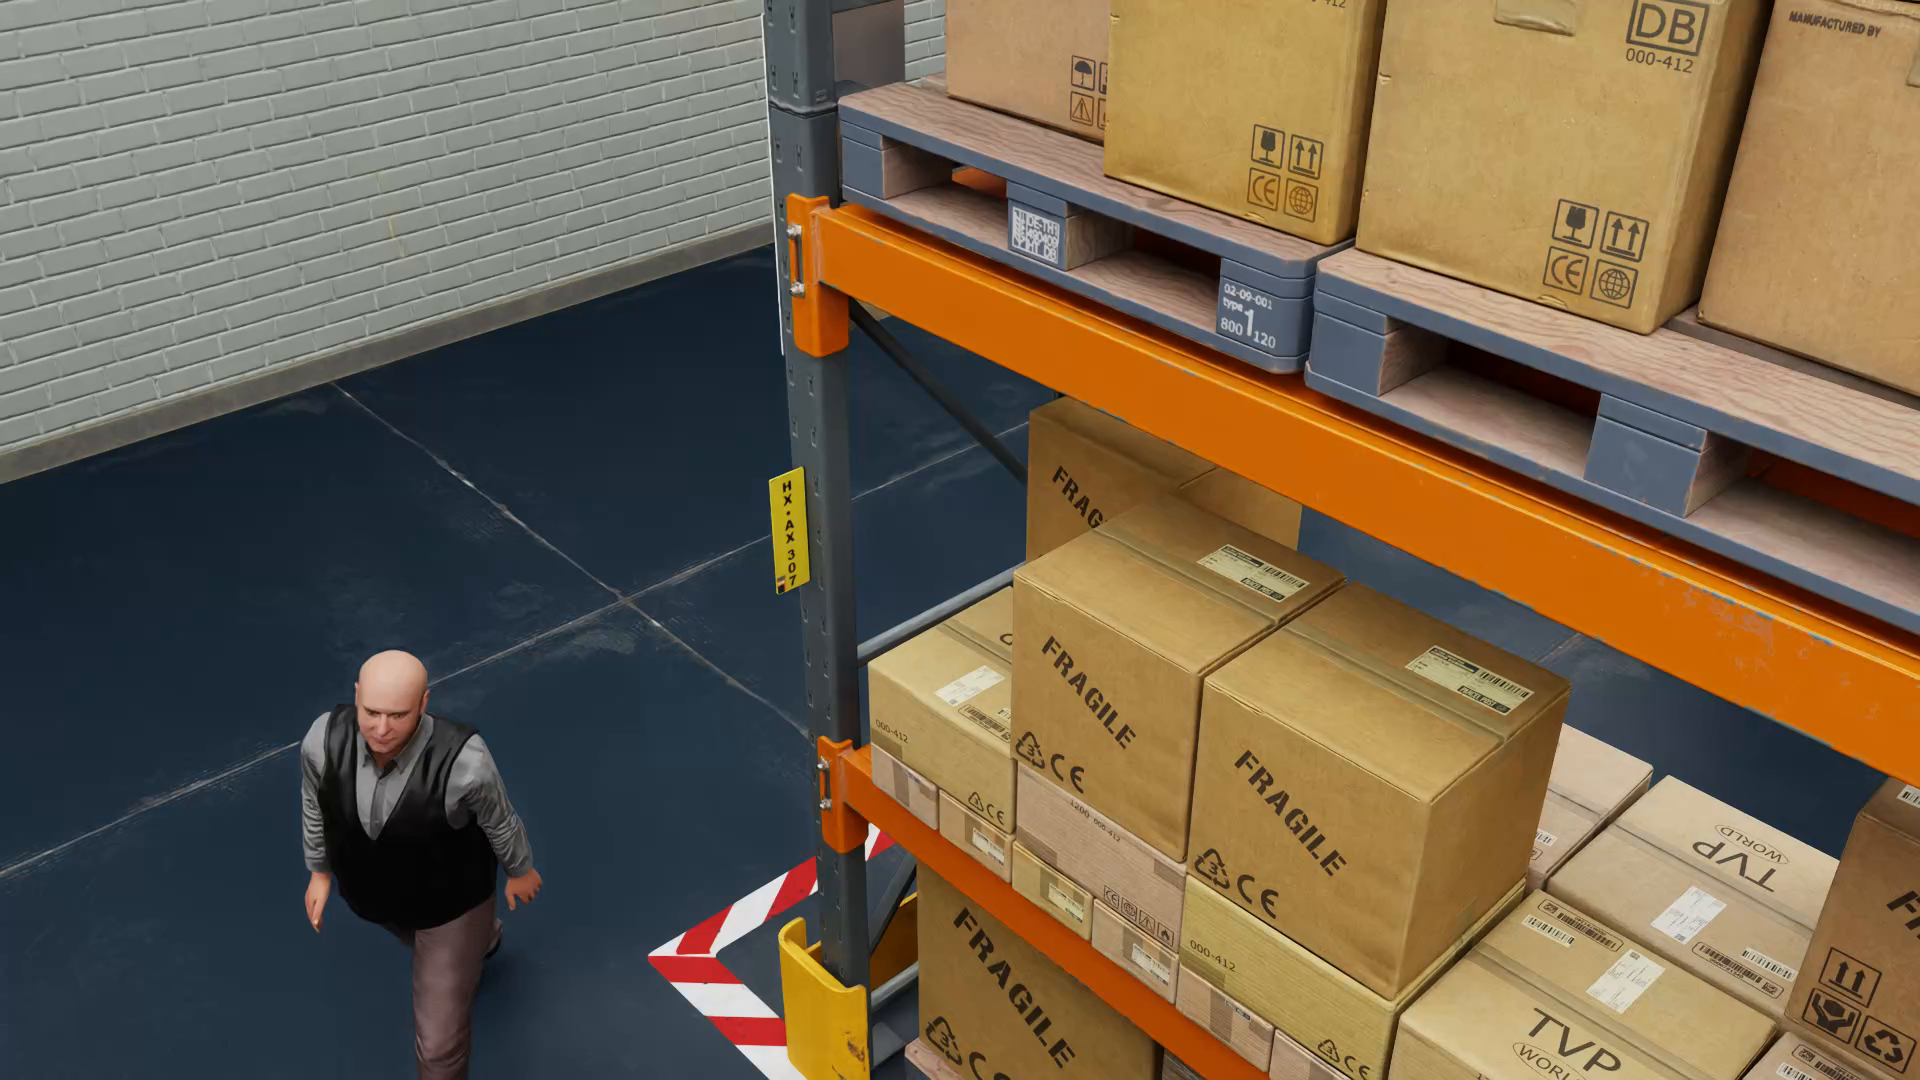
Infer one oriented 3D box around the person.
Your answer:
[{"bbox_3d":[-1.511,0.941,4.664,0.626,1.671,0.964,8,33,13],"label":"person"}]
